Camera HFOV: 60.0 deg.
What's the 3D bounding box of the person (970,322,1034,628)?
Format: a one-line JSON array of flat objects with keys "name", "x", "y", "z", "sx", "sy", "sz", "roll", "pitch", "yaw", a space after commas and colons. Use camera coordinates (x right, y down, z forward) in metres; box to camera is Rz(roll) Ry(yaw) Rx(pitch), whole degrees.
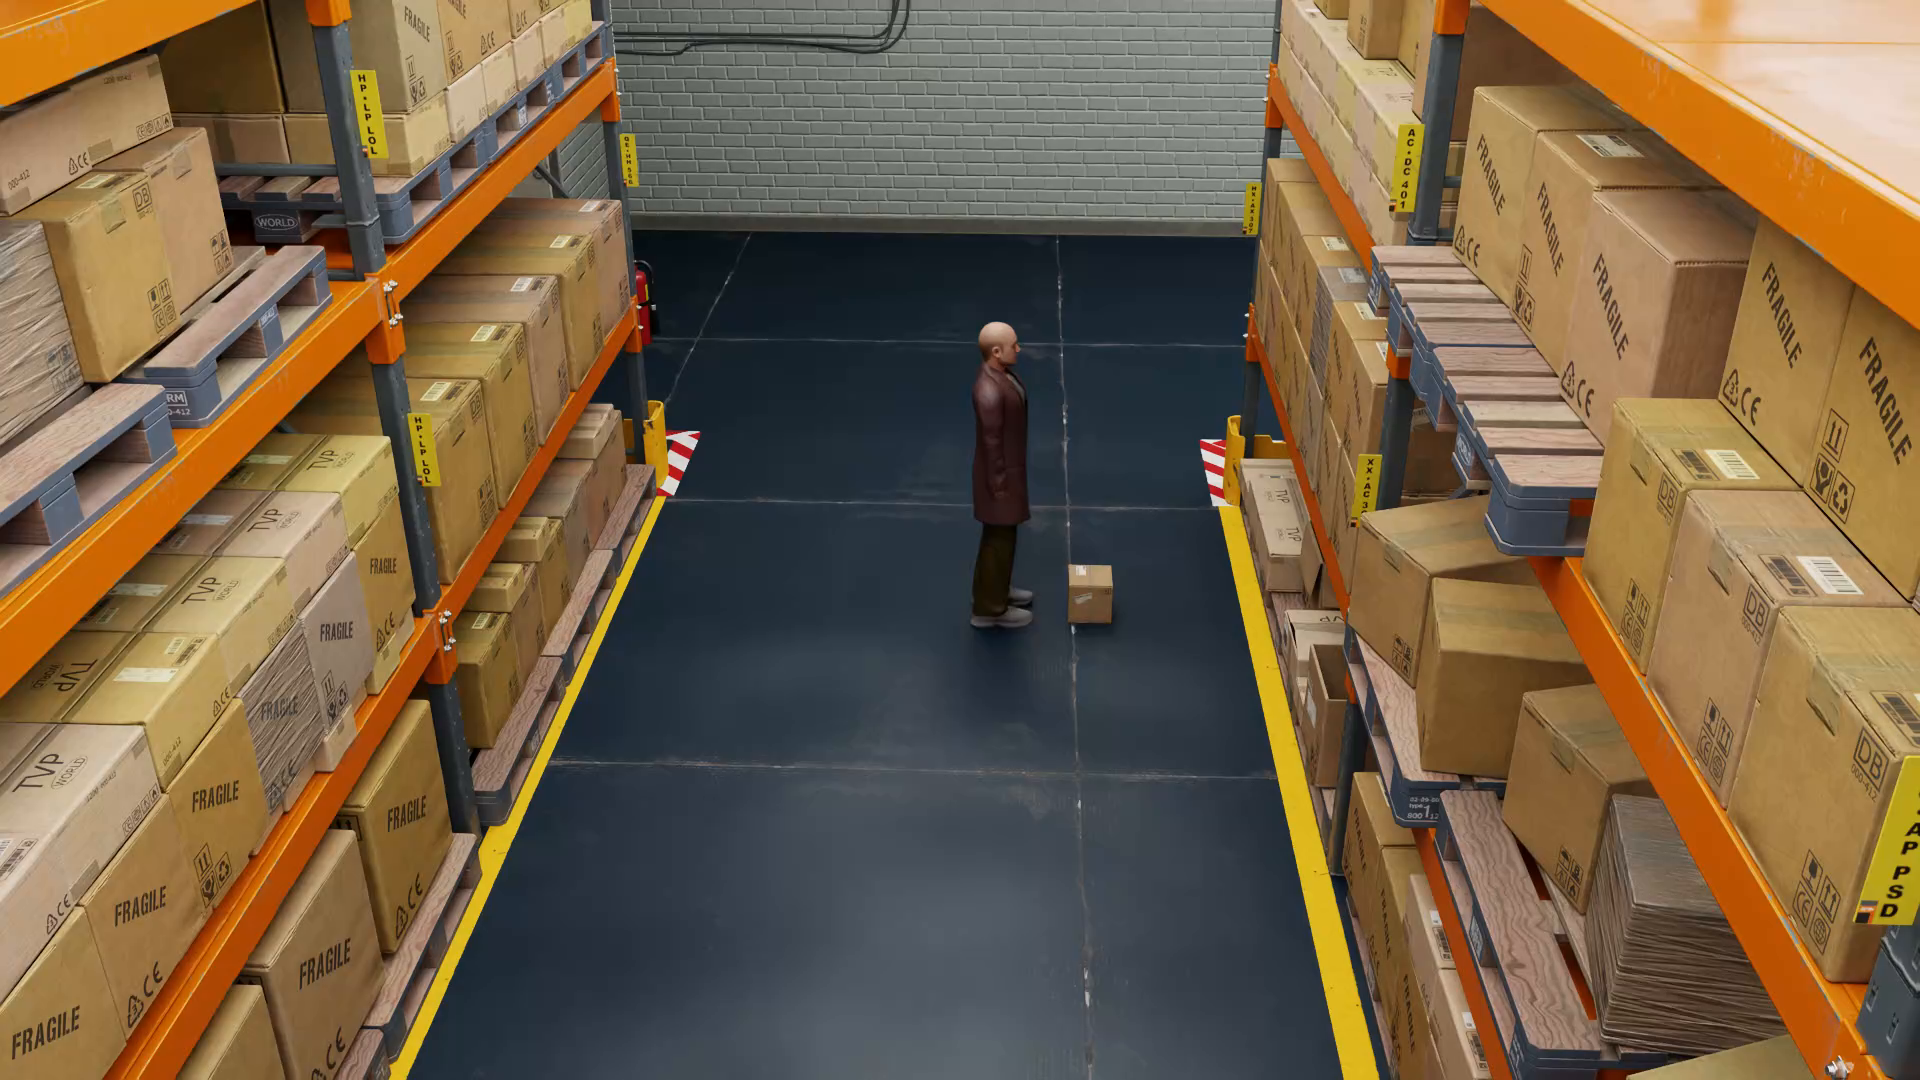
[{"name": "person", "x": 0.248, "y": -0.379, "z": 9.365, "sx": 0.383, "sy": 1.783, "sz": 0.574, "roll": 2, "pitch": 28, "yaw": 4}]
